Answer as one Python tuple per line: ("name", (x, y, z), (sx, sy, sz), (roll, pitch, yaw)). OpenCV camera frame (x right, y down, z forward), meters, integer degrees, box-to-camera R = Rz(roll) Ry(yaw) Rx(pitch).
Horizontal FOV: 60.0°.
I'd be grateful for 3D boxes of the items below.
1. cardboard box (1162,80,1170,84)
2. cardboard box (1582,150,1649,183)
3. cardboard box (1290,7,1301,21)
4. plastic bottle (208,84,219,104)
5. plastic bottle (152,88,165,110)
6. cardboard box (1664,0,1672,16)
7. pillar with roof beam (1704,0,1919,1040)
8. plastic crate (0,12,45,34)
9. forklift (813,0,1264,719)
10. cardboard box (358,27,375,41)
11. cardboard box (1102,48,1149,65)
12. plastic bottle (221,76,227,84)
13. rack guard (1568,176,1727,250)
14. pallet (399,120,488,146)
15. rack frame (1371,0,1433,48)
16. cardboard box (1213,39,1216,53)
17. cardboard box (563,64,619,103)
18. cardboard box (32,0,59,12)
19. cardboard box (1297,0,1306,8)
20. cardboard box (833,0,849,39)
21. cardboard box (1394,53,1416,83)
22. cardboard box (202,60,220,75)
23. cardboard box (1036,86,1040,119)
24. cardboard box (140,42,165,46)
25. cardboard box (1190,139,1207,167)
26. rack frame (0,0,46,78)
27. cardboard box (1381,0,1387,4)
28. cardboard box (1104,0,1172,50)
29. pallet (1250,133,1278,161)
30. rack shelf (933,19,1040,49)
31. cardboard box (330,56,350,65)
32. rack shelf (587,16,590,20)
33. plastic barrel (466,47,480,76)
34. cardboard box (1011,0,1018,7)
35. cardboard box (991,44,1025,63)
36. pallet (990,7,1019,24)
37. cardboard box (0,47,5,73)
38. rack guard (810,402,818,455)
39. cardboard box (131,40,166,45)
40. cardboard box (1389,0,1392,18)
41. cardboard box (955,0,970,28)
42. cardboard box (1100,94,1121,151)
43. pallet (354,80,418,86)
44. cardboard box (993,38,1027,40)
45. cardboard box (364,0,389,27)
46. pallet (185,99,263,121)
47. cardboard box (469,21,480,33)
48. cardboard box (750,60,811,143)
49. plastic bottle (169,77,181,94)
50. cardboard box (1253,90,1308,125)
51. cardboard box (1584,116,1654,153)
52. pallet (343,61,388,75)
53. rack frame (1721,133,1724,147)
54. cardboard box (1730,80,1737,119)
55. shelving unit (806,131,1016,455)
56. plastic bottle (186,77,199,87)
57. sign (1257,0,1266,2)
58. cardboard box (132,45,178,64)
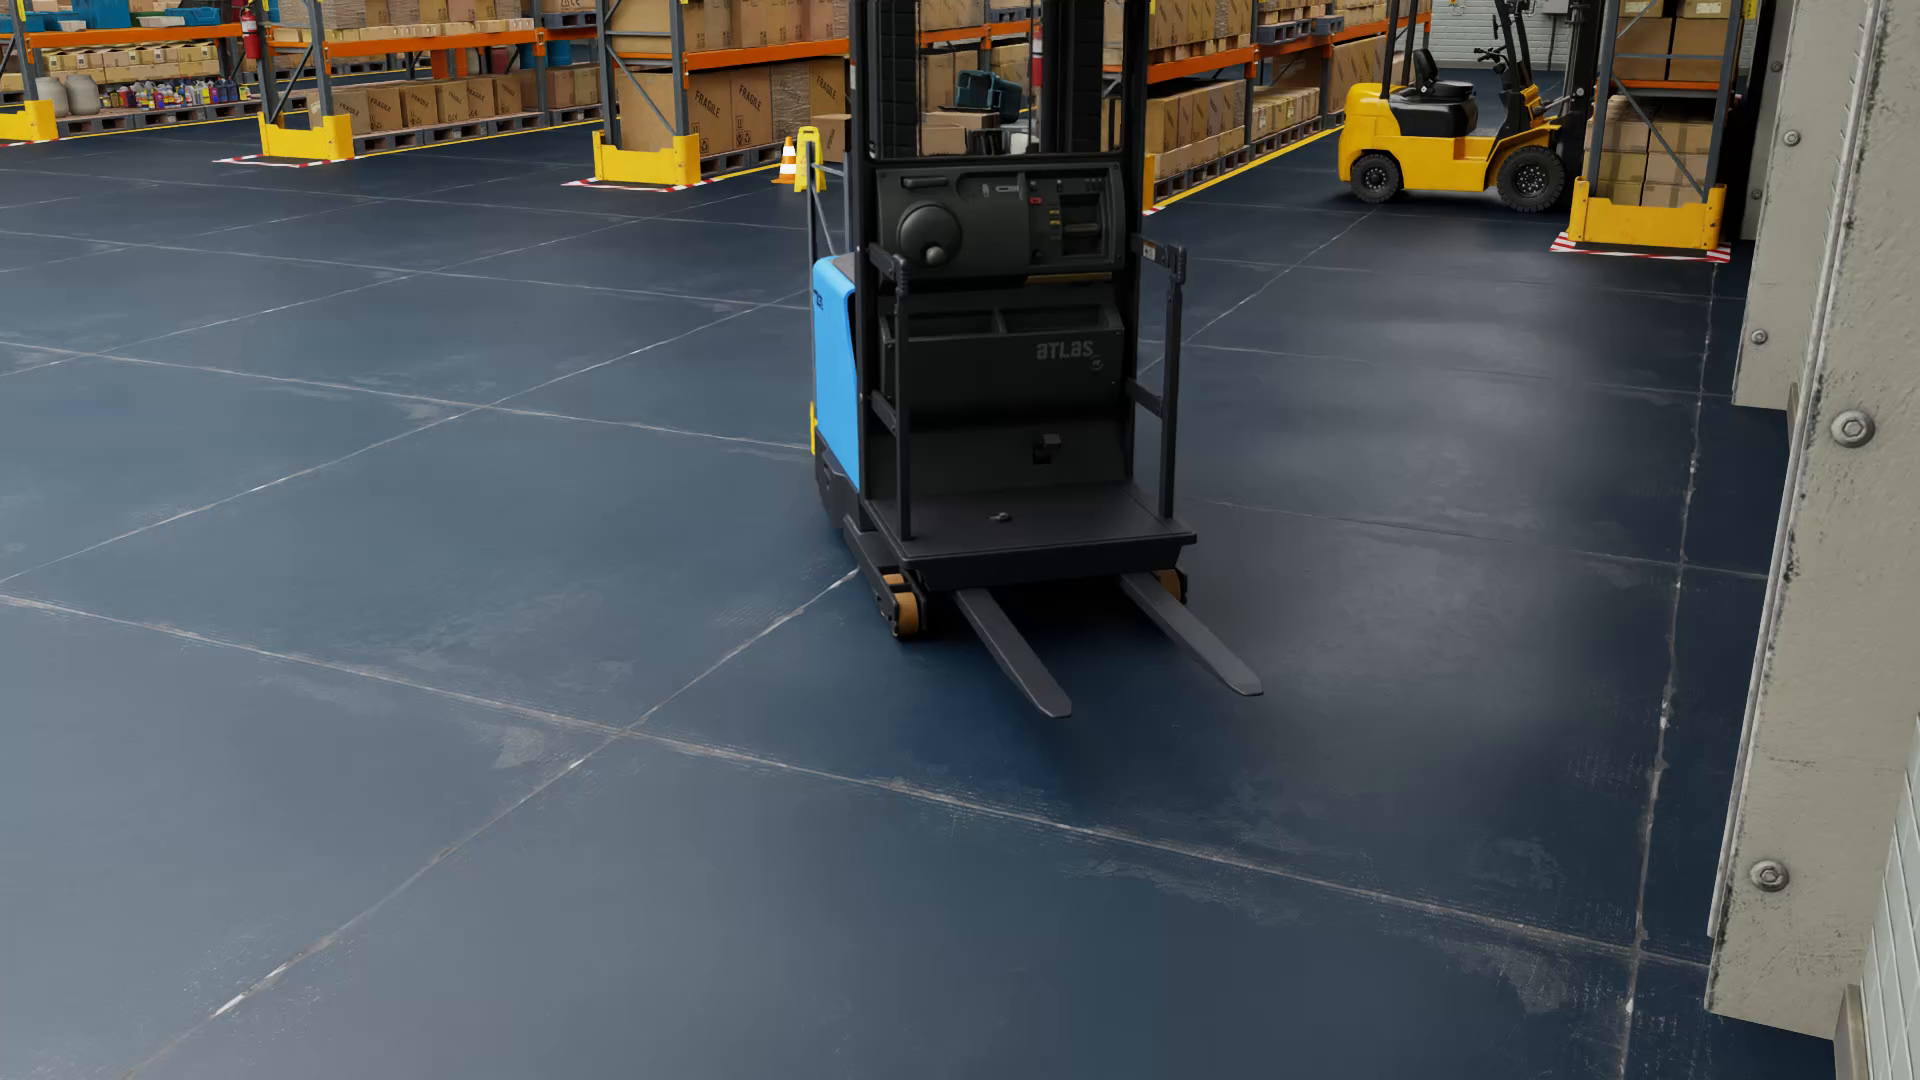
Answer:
("cardboard box", (2.071, -5.067, 18.129), (0.380, 0.149, 0.250), (9, 22, 25))
("cardboard box", (5.679, -3.263, 14.398), (0.500, 0.250, 0.500), (8, 21, 22))
("cardboard box", (3.947, -6.436, 20.337), (0.380, 0.149, 0.250), (9, 22, 25))
("plastic bottle", (-10.795, -6.452, 24.033), (0.061, 0.283, 0.133), (10, 22, 26))
("plastic bottle", (-11.188, -6.158, 23.206), (0.061, 0.283, 0.133), (9, 21, 24))
("cardboard box", (5.891, -4.584, 14.264), (0.380, 0.149, 0.250), (9, 21, 24))
("pillar with roof beam", (-1.969, -3.772, 4.144), (9.100, 9.000, 0.400), (9, 21, 23))
("plastic crate", (-12.393, -6.777, 21.770), (0.499, 0.251, 0.616), (9, 21, 23))
("forklift", (0.212, -1.173, 5.892), (1.130, 2.935, 3.031), (-5, 20, -14))
("cardboard box", (-7.236, -6.057, 19.900), (0.380, 0.149, 0.250), (9, 21, 23))
("cardboard box", (1.563, -4.571, 15.719), (0.380, 0.149, 0.250), (9, 21, 23))
("plastic bottle", (-10.819, -6.618, 24.398), (0.144, 0.351, 0.185), (9, 21, 23))
("rack guard", (5.755, -2.748, 13.951), (1.175, 0.500, 0.348), (9, 21, 23))
("pallet", (-6.909, -5.298, 21.550), (1.003, 0.211, 1.213), (9, 21, 23))
("rack frame", (7.787, -9.505, 29.218), (1.000, 3.000, 0.127), (9, 21, 23))
("cardboard box", (2.475, -5.193, 17.468), (0.380, 0.149, 0.250), (8, 21, 22))
("cardboard box", (-5.456, -6.725, 24.475), (0.700, 0.500, 0.500), (7, 21, 18))
("cardboard box", (-15.042, -8.642, 27.017), (0.500, 0.250, 0.500), (10, 22, 26))
("cardboard box", (3.947, -6.786, 20.354), (0.500, 0.500, 0.500), (8, 21, 20))
("cardboard box", (-1.824, -6.441, 20.379), (0.875, 0.550, 0.550), (9, 21, 23))
("cardboard box", (7.241, -7.999, 28.181), (0.875, 0.438, 0.875), (9, 22, 24))
("cardboard box", (-13.559, -8.487, 29.834), (0.500, 0.250, 0.500), (9, 22, 24))
("cardboard box", (1.237, -5.250, 19.856), (0.500, 0.500, 0.500), (9, 21, 23))
("cardboard box", (-14.256, -8.664, 29.495), (0.500, 0.311, 0.500), (8, 21, 21))
("cardboard box", (2.246, -4.048, 17.351), (0.500, 0.250, 0.500), (10, 22, 26))
("rack frame", (-15.204, -8.556, 26.552), (1.000, 3.000, 0.127), (9, 21, 23))
("cardboard box", (6.190, -8.279, 25.248), (0.500, 0.250, 0.500), (9, 21, 23))
("cardboard box", (1.682, -4.907, 15.698), (0.500, 0.500, 0.500), (8, 21, 22))
("pallet", (3.191, -4.761, 20.040), (1.003, 0.211, 1.213), (9, 21, 23))
("rack shelf", (0.773, -7.980, 26.004), (1.077, 0.370, 4.000), (9, 21, 23))
("cardboard box", (-12.284, -9.538, 32.386), (0.500, 0.500, 0.500), (9, 21, 23))
("rack shelf", (-8.230, -9.371, 29.915), (1.077, 0.370, 4.000), (9, 21, 23))
("plastic barrel", (-8.714, -8.461, 29.369), (0.421, 0.512, 0.421), (0, 20, 0))
("cardboard box", (0.650, -8.143, 25.138), (0.380, 0.149, 0.250), (10, 22, 25))
("cardboard box", (0.665, -7.413, 25.322), (0.500, 0.250, 0.500), (8, 21, 22))
("pallet", (0.148, -7.849, 24.850), (1.213, 0.211, 1.003), (9, 21, 23))
("cardboard box", (-15.680, -7.713, 26.539), (0.500, 0.500, 0.500), (9, 21, 23))
("rack guard", (-0.571, -0.472, 7.922), (0.087, 0.250, 0.587), (-9, 22, -25))
("cardboard box", (-16.958, -10.377, 34.252), (0.750, 0.750, 0.750), (9, 22, 24))
("cardboard box", (6.580, -8.436, 26.065), (0.500, 0.500, 0.500), (9, 22, 24))
("cardboard box", (-0.191, -7.428, 23.228), (0.500, 0.500, 0.500), (9, 21, 23))
("cardboard box", (1.325, -4.150, 16.519), (0.500, 0.500, 0.500), (9, 21, 23))
("pallet", (-9.401, -7.553, 27.892), (1.003, 0.211, 1.213), (9, 21, 23))
("cardboard box", (0.832, -7.951, 26.833), (0.500, 0.250, 0.500), (9, 22, 24))
("cardboard box", (-7.460, -6.494, 20.160), (0.875, 0.500, 0.500), (9, 21, 23))
("pallet", (-11.000, -6.362, 24.543), (1.003, 0.211, 1.213), (9, 21, 23))
("cardboard box", (-6.479, -6.678, 21.645), (0.380, 0.149, 0.250), (9, 21, 23))
("cardboard box", (-2.371, -5.223, 19.722), (0.875, 0.875, 0.875), (9, 21, 23))
("plastic bottle", (-11.473, -6.587, 24.312), (0.144, 0.351, 0.185), (8, 21, 20))
("cardboard box", (3.976, -5.621, 21.592), (0.950, 0.372, 0.625), (8, 21, 22))
("cardboard box", (5.669, -3.491, 14.292), (0.500, 0.250, 0.500), (9, 22, 25))
("pallet", (-12.227, -9.434, 33.182), (1.003, 0.211, 1.213), (9, 21, 23))
("rack frame", (9.041, -6.379, 20.429), (1.000, 3.000, 0.127), (9, 21, 23))
("cardboard box", (9.905, -5.798, 21.900), (0.500, 0.500, 0.500), (10, 22, 25))
("shelving unit", (-0.124, -1.134, 7.920), (1.083, 1.500, 0.587), (-9, 22, -25))
("plastic bottle", (-11.264, -6.625, 24.418), (0.144, 0.351, 0.185), (9, 21, 23))
("sign", (3.371, -6.172, 18.555), (0.100, 0.325, 0.005), (9, 21, 23))
("cardboard box", (-13.972, -8.438, 28.859), (0.500, 0.311, 0.500), (8, 21, 22))
